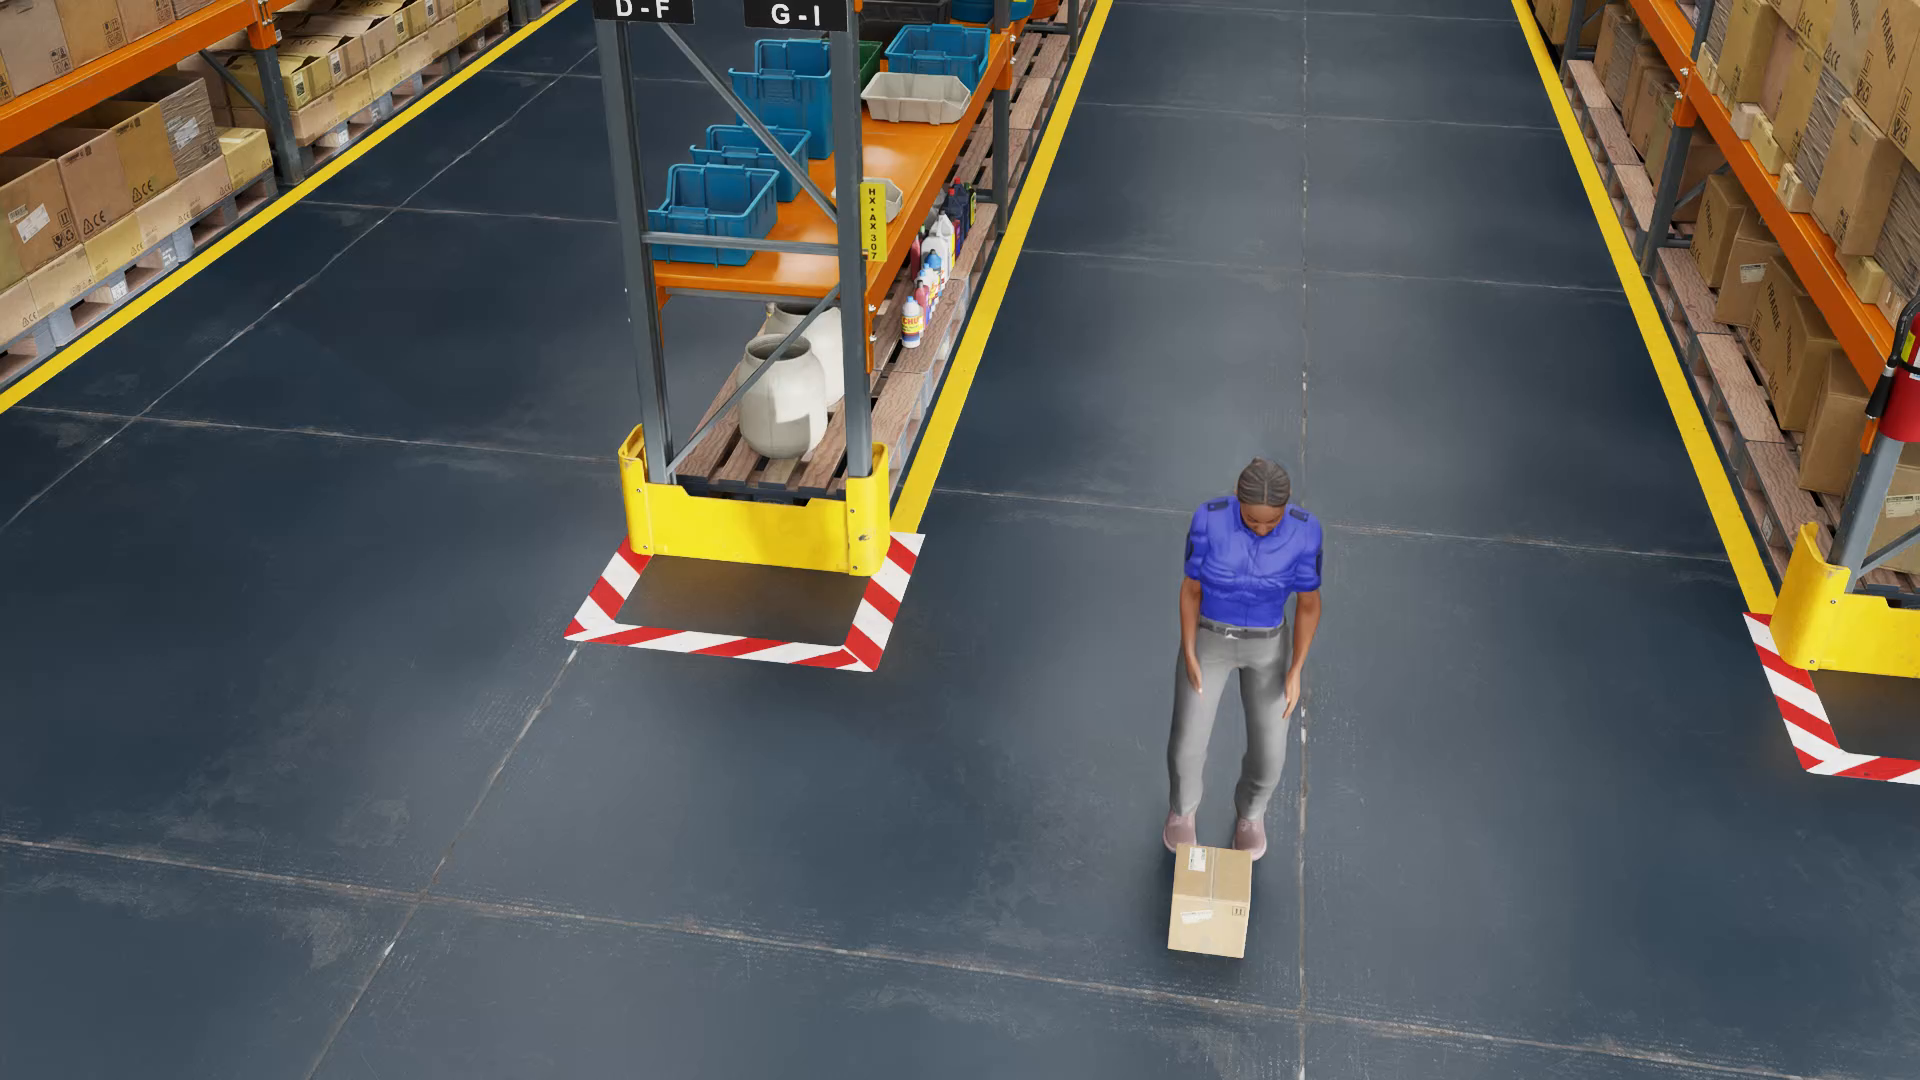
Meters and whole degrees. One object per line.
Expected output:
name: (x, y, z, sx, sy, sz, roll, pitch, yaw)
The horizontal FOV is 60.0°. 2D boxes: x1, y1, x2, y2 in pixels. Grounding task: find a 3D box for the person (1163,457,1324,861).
person: (0.956, 0.390, 5.600, 0.461, 1.600, 0.392, 6, 33, 9)
